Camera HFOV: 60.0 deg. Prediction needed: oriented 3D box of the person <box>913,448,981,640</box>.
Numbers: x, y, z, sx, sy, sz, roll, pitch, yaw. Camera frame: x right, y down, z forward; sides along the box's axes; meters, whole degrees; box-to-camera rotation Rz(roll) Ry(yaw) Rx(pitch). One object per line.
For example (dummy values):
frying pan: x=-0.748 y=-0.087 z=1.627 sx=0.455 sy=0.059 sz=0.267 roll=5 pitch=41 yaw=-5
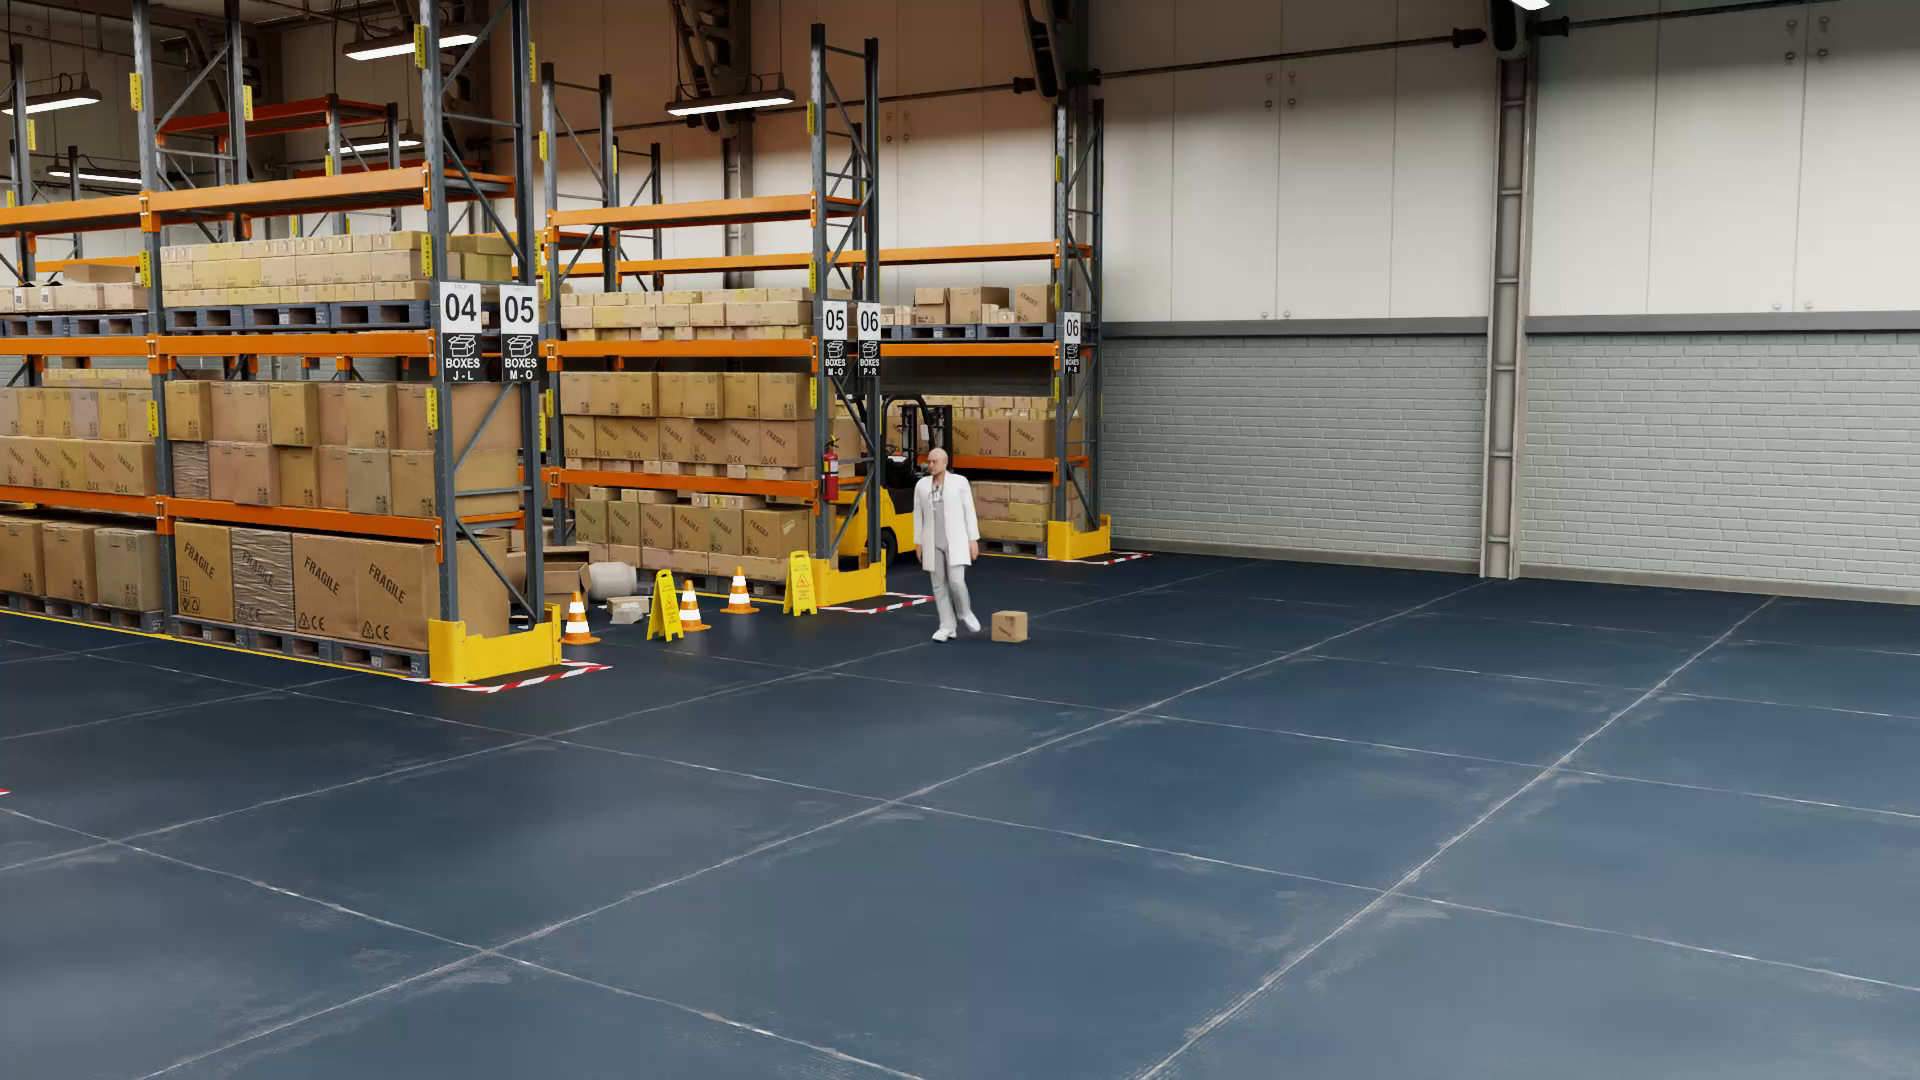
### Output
person: x=-0.128 y=0.140 z=15.340 sx=0.625 sy=1.562 sz=0.554 roll=2 pitch=7 yaw=19
